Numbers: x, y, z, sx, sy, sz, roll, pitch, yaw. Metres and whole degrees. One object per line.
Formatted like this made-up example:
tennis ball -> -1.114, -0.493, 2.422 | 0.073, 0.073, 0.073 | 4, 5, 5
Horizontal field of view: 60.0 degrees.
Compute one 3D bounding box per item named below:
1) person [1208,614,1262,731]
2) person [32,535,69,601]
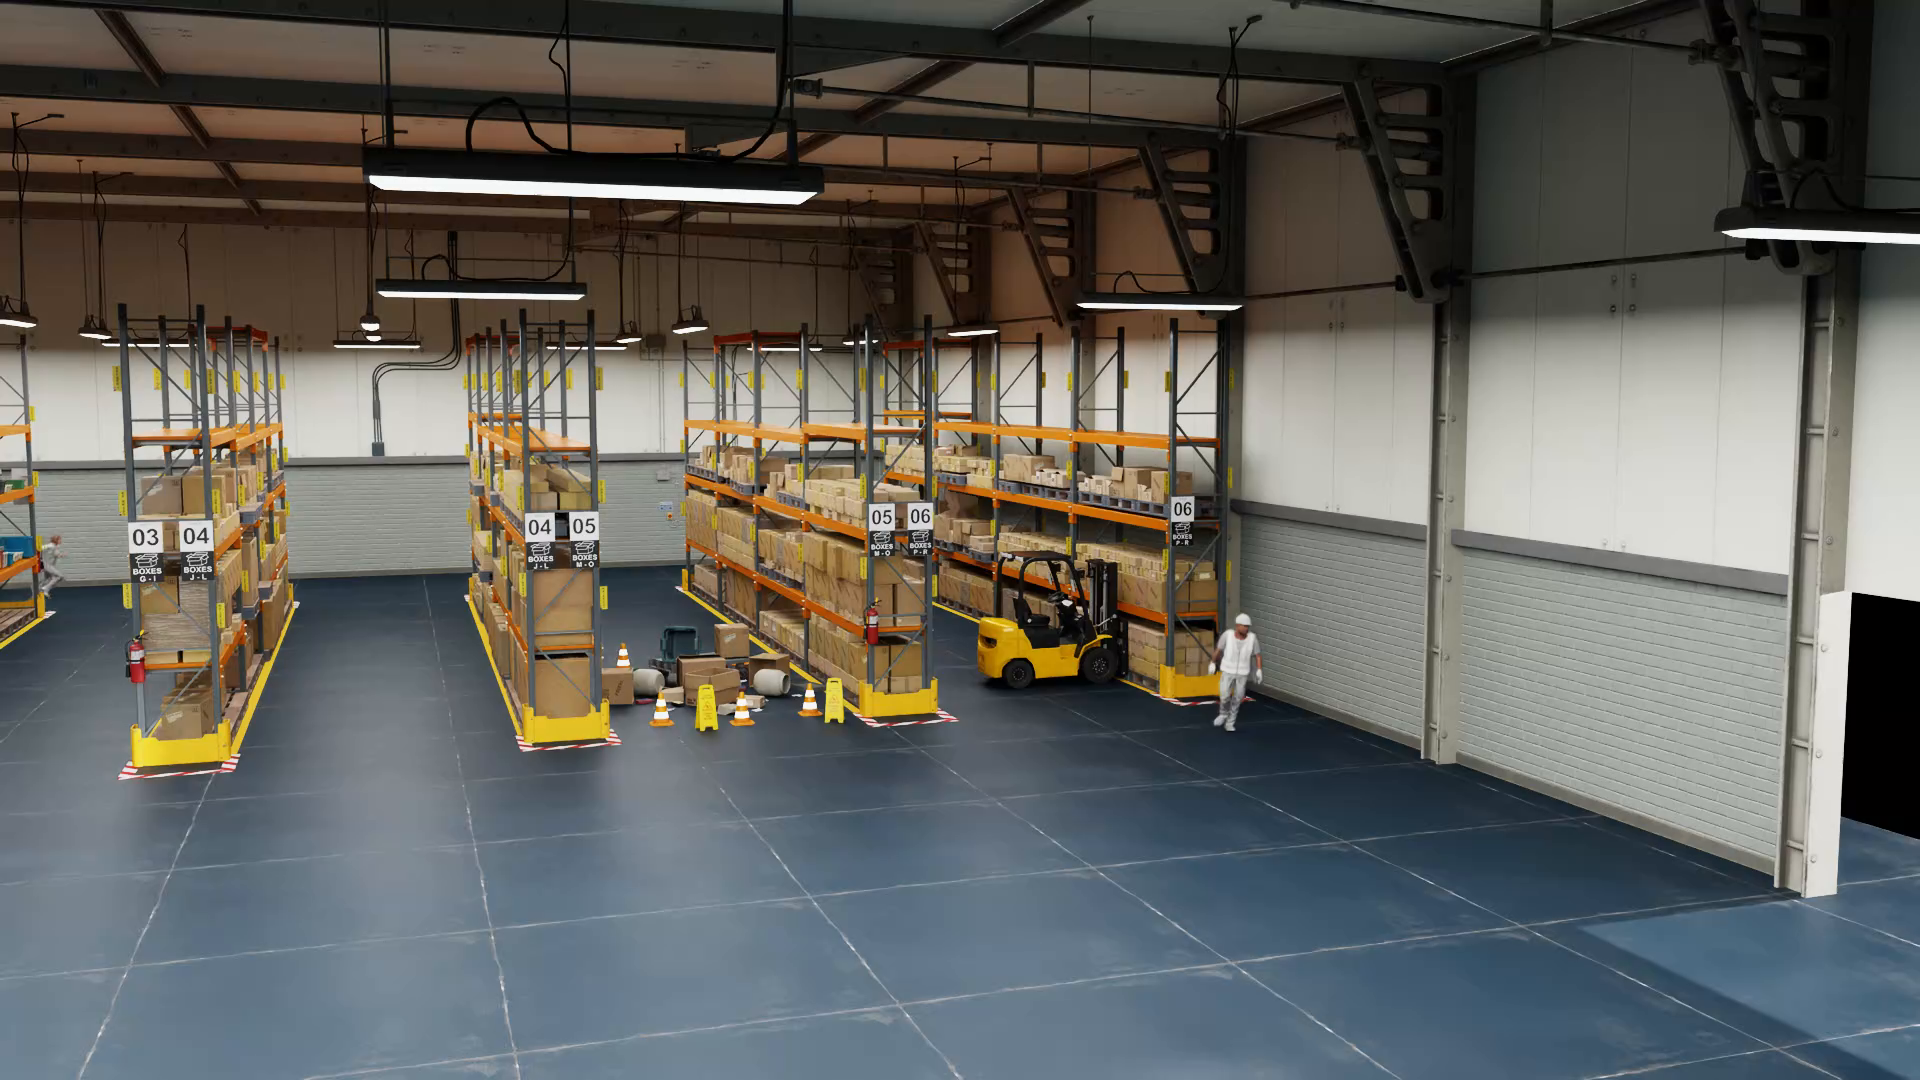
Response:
person -> 3.933, 1.893, 23.683 | 0.695, 1.728, 0.625 | 0, 5, -4
person -> -20.735, 0.644, 37.892 | 0.785, 1.512, 0.525 | -2, 6, -19
